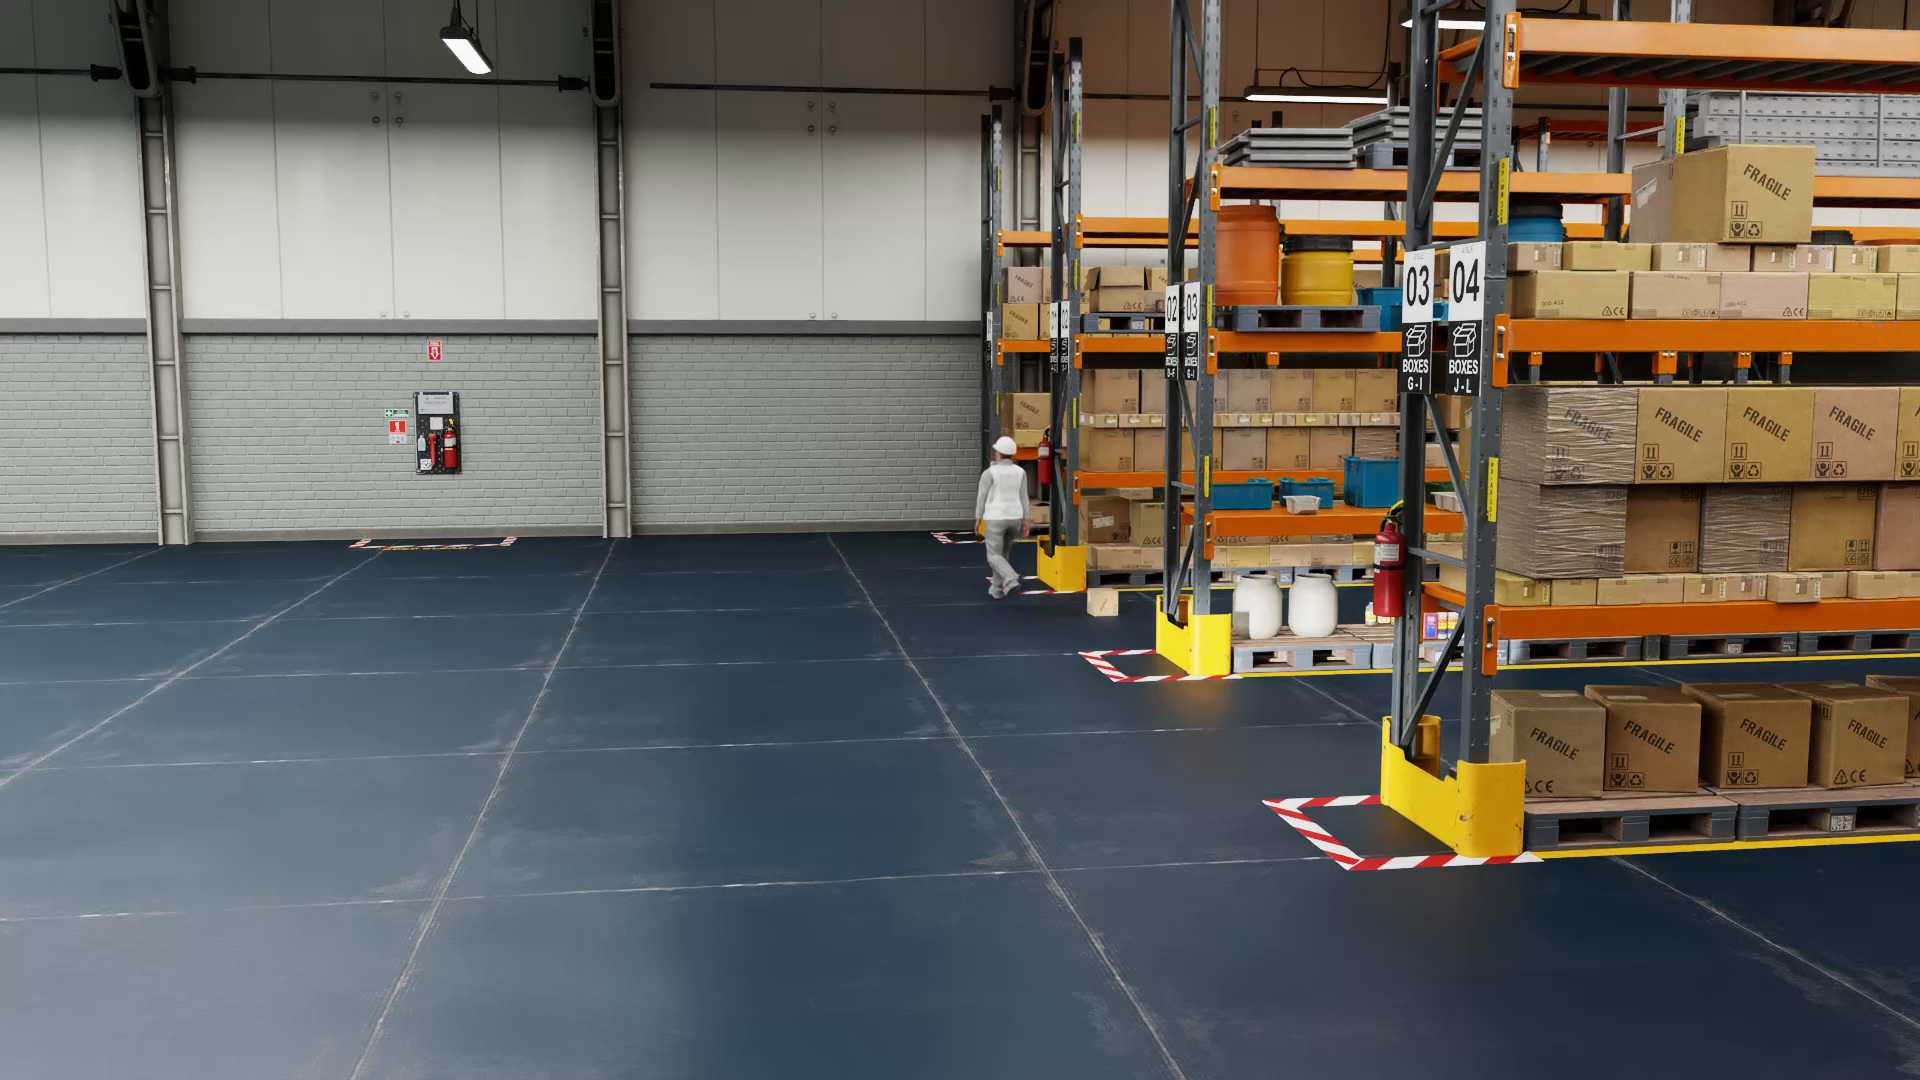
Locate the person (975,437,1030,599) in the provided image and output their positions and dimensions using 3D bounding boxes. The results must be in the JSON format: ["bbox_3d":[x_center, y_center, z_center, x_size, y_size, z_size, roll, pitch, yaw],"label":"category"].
[{"bbox_3d":[0.461,-0.217,17.529,0.551,1.745,0.922,-3,7,-25],"label":"person"}]
